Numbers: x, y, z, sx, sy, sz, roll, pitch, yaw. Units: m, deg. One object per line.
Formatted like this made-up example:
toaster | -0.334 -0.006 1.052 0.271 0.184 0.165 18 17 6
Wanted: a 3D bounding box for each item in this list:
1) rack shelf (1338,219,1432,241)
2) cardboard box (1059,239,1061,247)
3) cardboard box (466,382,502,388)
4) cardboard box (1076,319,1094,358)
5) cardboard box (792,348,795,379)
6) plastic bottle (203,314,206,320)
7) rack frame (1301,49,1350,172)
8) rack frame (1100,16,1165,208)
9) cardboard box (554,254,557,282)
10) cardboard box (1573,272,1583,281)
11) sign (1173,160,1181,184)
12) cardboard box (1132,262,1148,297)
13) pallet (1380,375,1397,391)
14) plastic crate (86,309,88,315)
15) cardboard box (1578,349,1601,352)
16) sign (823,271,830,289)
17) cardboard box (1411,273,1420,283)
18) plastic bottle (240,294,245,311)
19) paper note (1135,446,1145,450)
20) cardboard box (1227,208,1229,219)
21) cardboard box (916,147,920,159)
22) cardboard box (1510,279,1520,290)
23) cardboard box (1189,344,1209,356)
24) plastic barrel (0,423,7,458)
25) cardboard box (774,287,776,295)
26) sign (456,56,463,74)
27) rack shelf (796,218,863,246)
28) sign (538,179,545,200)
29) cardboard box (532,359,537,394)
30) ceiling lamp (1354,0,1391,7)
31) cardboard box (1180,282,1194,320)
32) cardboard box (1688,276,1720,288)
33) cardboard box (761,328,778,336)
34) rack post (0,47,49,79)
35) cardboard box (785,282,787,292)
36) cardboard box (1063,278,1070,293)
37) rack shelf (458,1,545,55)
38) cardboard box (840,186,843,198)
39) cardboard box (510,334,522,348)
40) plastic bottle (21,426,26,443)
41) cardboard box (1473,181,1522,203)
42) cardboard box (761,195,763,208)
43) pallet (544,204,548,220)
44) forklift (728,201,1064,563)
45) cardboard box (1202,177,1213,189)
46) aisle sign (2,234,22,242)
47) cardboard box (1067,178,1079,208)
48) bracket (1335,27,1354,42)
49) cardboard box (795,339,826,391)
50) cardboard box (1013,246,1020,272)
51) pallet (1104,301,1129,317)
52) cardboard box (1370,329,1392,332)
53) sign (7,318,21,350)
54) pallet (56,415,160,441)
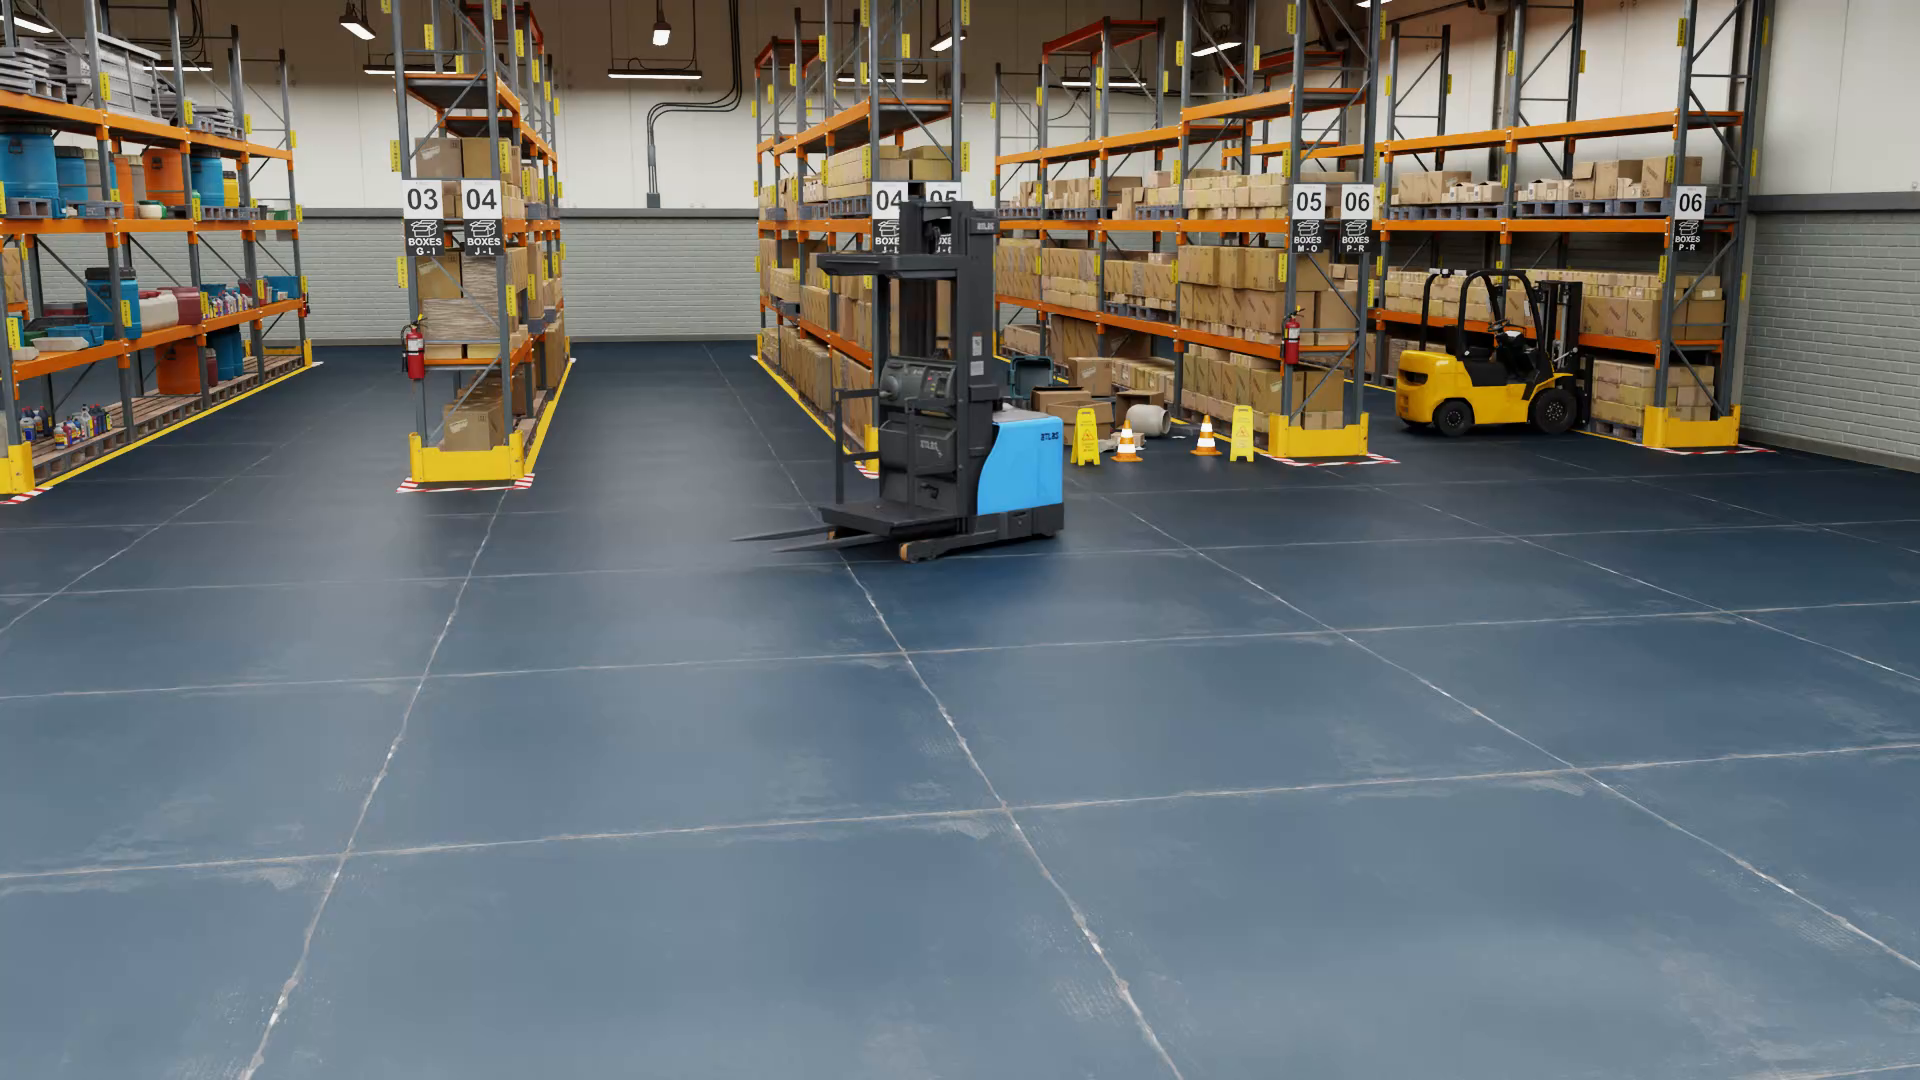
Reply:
rack shelf | 7.269 -5.632 30.168 1.077 0.370 4.000 -2 11 -11
cardboard box | 2.049 -5.716 32.029 0.380 0.149 0.250 -2 11 -12
cardboard box | -6.114 -1.774 21.555 0.500 0.500 0.500 -2 11 -13
cardboard box | 2.568 -3.420 29.203 0.875 0.875 0.875 -2 11 -10
cardboard box | -2.527 -2.951 27.738 0.500 0.500 0.500 -2 11 -9
plastic bottle | -11.571 -3.457 25.370 0.097 0.201 0.097 0 11 0
rack frame | 6.880 -7.826 31.747 1.000 3.000 0.127 -2 11 -11
rack frame | 2.790 -6.911 26.941 1.000 3.000 0.127 -2 11 -11
cardboard box | -7.639 -4.966 30.365 0.500 0.500 0.500 -2 11 -11
cardboard box | 8.602 -3.578 22.675 0.380 0.149 0.250 -2 11 -11
sign | 3.025 -5.131 23.172 0.100 0.325 0.005 -2 11 -11
cardboard box | 2.959 -3.990 25.453 0.500 0.500 0.500 -3 11 -13
pallet | 7.780 -2.623 27.914 1.003 0.211 1.213 -2 11 -11
plastic crate | -11.531 -2.873 21.813 0.392 0.384 0.575 -2 11 -11
cardboard box | 8.835 -2.583 23.801 0.500 0.250 0.500 -2 11 -12
sign | -1.798 -3.540 22.390 0.100 0.325 0.005 -2 11 -11
cardboard box | 7.623 -4.301 27.271 0.380 0.149 0.250 -2 11 -10
plastic bottle | -12.083 -3.999 27.995 0.061 0.283 0.133 -2 11 -11
paper note | 2.210 -1.139 20.601 0.148 0.019 0.142 -6 13 -31
cardboard box | 3.688 -4.231 21.555 0.380 0.149 0.250 -2 11 -11
cardboard box | -0.290 -4.414 18.994 0.380 0.149 0.250 -2 11 -11
cardboard box | 8.240 -3.712 24.172 0.380 0.149 0.250 -2 11 -12
cardboard box | 3.384 -2.630 22.982 0.380 0.149 0.250 -2 11 -10
plastic barrel | -10.436 -1.059 17.766 0.421 0.512 0.421 0 11 0
cardboard box | -3.046 -4.350 29.080 0.380 0.149 0.250 -2 11 -10
sign | -7.474 -7.067 24.836 0.100 0.325 0.005 -2 11 -11
rack shelf | -1.657 -4.519 24.318 1.077 0.370 4.000 -2 11 -11
sign | -6.398 -5.351 25.381 0.100 0.325 0.005 -2 11 -11
cardboard box | -6.781 -2.470 25.159 0.700 0.500 0.500 -3 11 -14
ceiling lamp | 6.308 -9.121 22.940 0.800 3.185 2.000 -2 11 -11
cardboard box | 3.380 -3.335 23.133 0.500 0.500 0.500 -2 11 -11
cardboard box | 9.359 -3.261 21.012 0.380 0.149 0.250 -2 11 -12
cardboard box | -3.833 -4.223 33.769 0.380 0.149 0.250 -3 11 -14
rack post | -10.640 -5.221 18.260 0.937 0.300 0.954 -2 11 -12
cardboard box | -2.642 -4.118 27.061 0.380 0.149 0.250 -2 11 -9
cardboard box | 2.123 -4.498 29.370 0.500 0.250 0.500 -2 11 -13
rack shelf | -7.319 -8.197 26.731 1.077 0.370 4.000 -2 11 -11
cardboard box | -1.281 -4.325 20.656 0.380 0.149 0.250 -2 11 -11
cardboard box | -5.393 -2.353 19.707 0.380 0.149 0.250 -2 11 -11
plastic bottle | -10.995 -1.234 19.466 0.097 0.201 0.097 0 11 0
cardboard box | 8.057 -5.221 24.930 0.500 0.311 0.500 -2 11 -13
cardboard box | -3.669 -6.693 32.879 0.500 0.250 0.500 -2 11 -12
pallet | -6.373 -4.559 23.105 1.213 0.211 1.003 -2 11 -11
forklift | -0.520 -1.362 14.013 3.031 2.935 1.130 -9 14 -40
cardboard box | 3.456 -4.758 22.191 0.380 0.149 0.250 -2 11 -11
aisle sign | -17.917 -6.012 31.309 0.394 0.787 0.004 -2 11 -11
cardboard box | 2.163 -6.006 28.816 0.500 0.500 0.500 -2 11 -10
bracket | 7.362 -9.666 31.786 0.235 0.232 0.430 -2 11 -11
cardboard box | -2.015 -2.752 26.026 1.050 0.750 0.750 -2 11 -12
cardboard box | 1.361 -5.593 33.119 0.500 0.500 0.500 -2 11 -11
pallet | 3.033 -3.743 26.853 1.213 0.211 1.003 -2 11 -11
cardboard box | 7.650 -3.741 30.157 0.380 0.149 0.250 -2 11 -12
sign | -9.692 -2.112 17.028 0.100 0.325 0.005 -2 11 -11
pallet | -11.202 -1.463 21.818 1.003 0.211 1.213 -2 11 -11
